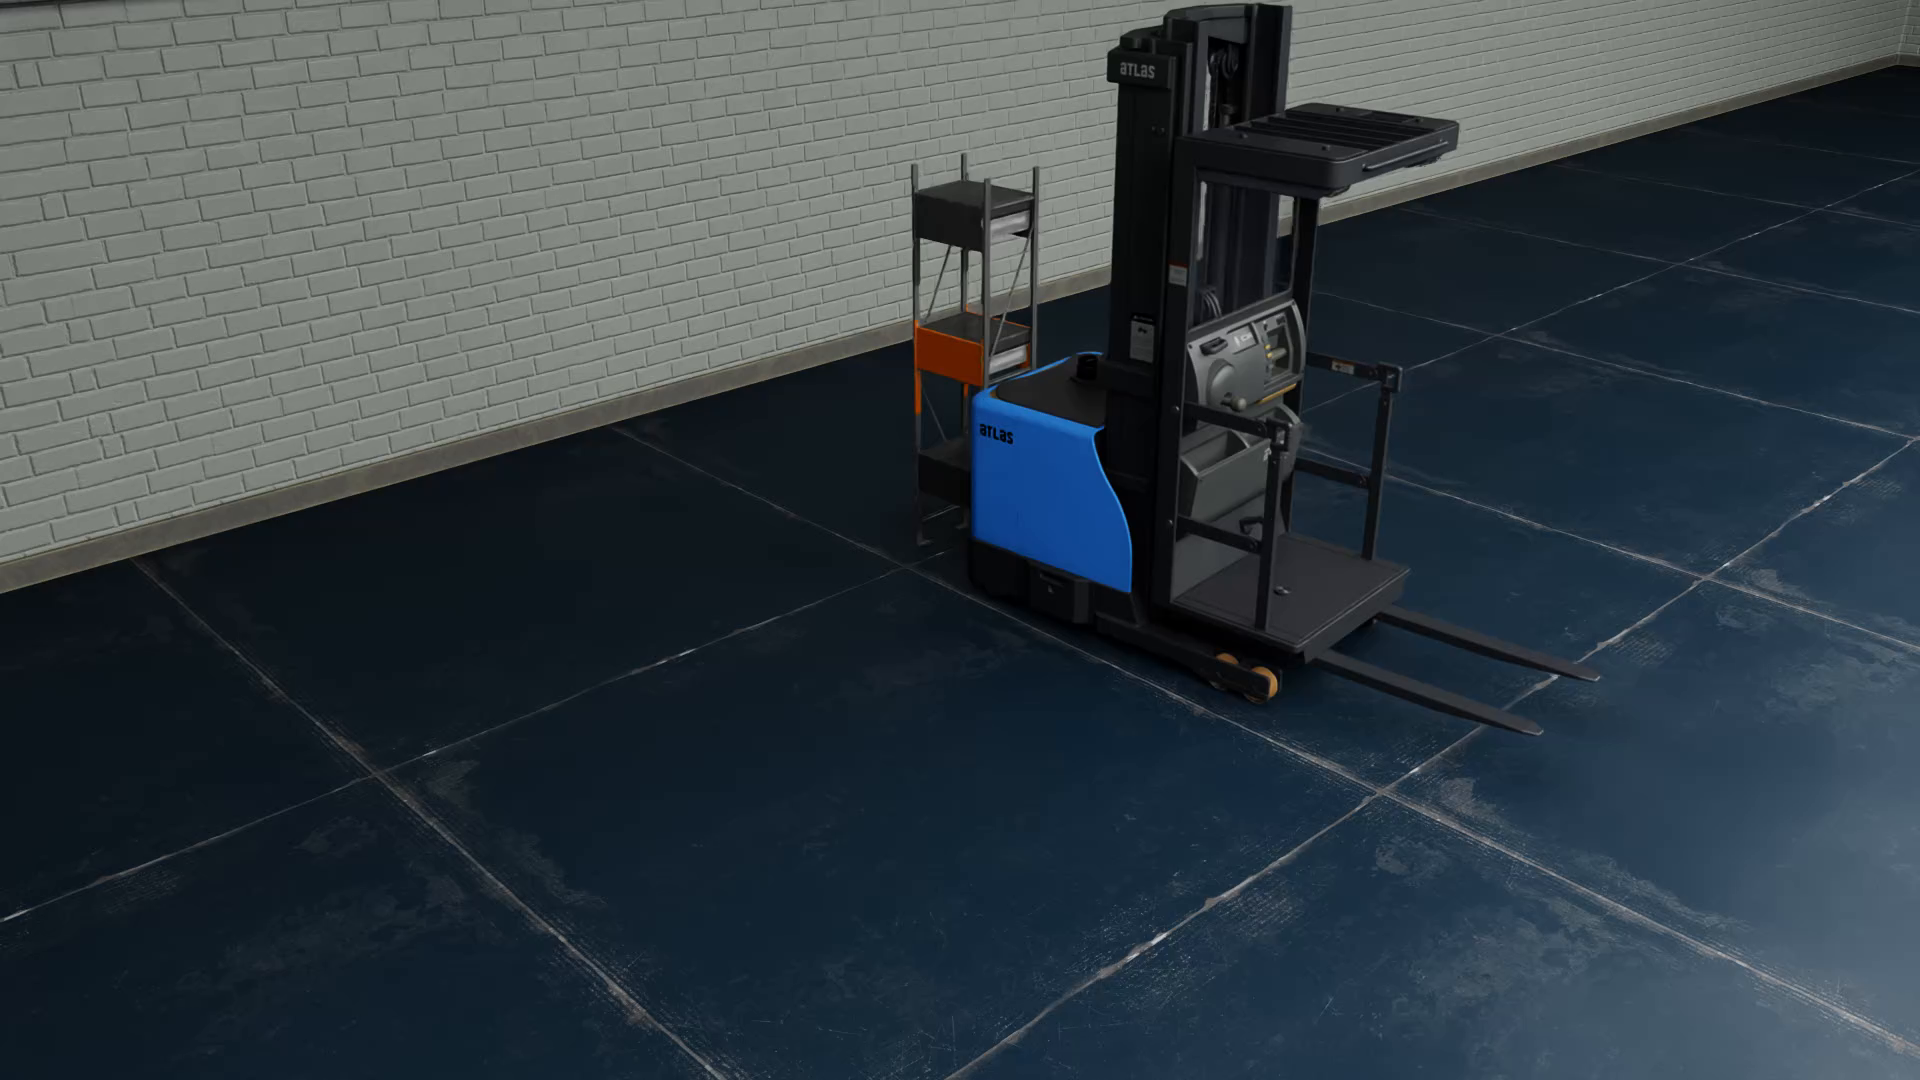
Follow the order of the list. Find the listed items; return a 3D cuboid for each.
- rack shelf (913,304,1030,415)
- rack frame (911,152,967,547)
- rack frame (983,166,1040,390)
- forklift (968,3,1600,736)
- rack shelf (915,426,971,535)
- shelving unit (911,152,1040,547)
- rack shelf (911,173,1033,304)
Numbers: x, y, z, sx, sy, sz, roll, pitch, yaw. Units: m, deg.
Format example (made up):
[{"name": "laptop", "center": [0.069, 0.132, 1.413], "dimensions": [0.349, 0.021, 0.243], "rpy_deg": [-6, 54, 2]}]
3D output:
[{"name": "rack shelf", "center": [0.076, -0.900, 8.725], "dimensions": [0.480, 0.518, 0.431], "rpy_deg": [21, 32, 38]}, {"name": "rack frame", "center": [-0.103, -0.981, 8.870], "dimensions": [0.015, 2.100, 0.400], "rpy_deg": [21, 32, 38]}, {"name": "rack frame", "center": [0.255, -0.843, 8.568], "dimensions": [0.015, 2.100, 0.400], "rpy_deg": [21, 32, 38]}, {"name": "forklift", "center": [1.485, -0.832, 7.542], "dimensions": [3.031, 2.935, 1.130], "rpy_deg": [20, 31, 37]}, {"name": "rack shelf", "center": [0.076, -0.263, 9.015], "dimensions": [0.480, 0.518, 0.431], "rpy_deg": [21, 32, 38]}, {"name": "shelving unit", "center": [0.076, -0.912, 8.719], "dimensions": [0.503, 2.100, 0.431], "rpy_deg": [21, 32, 38]}, {"name": "rack shelf", "center": [0.076, -1.536, 8.434], "dimensions": [0.480, 0.518, 0.431], "rpy_deg": [21, 32, 38]}]
